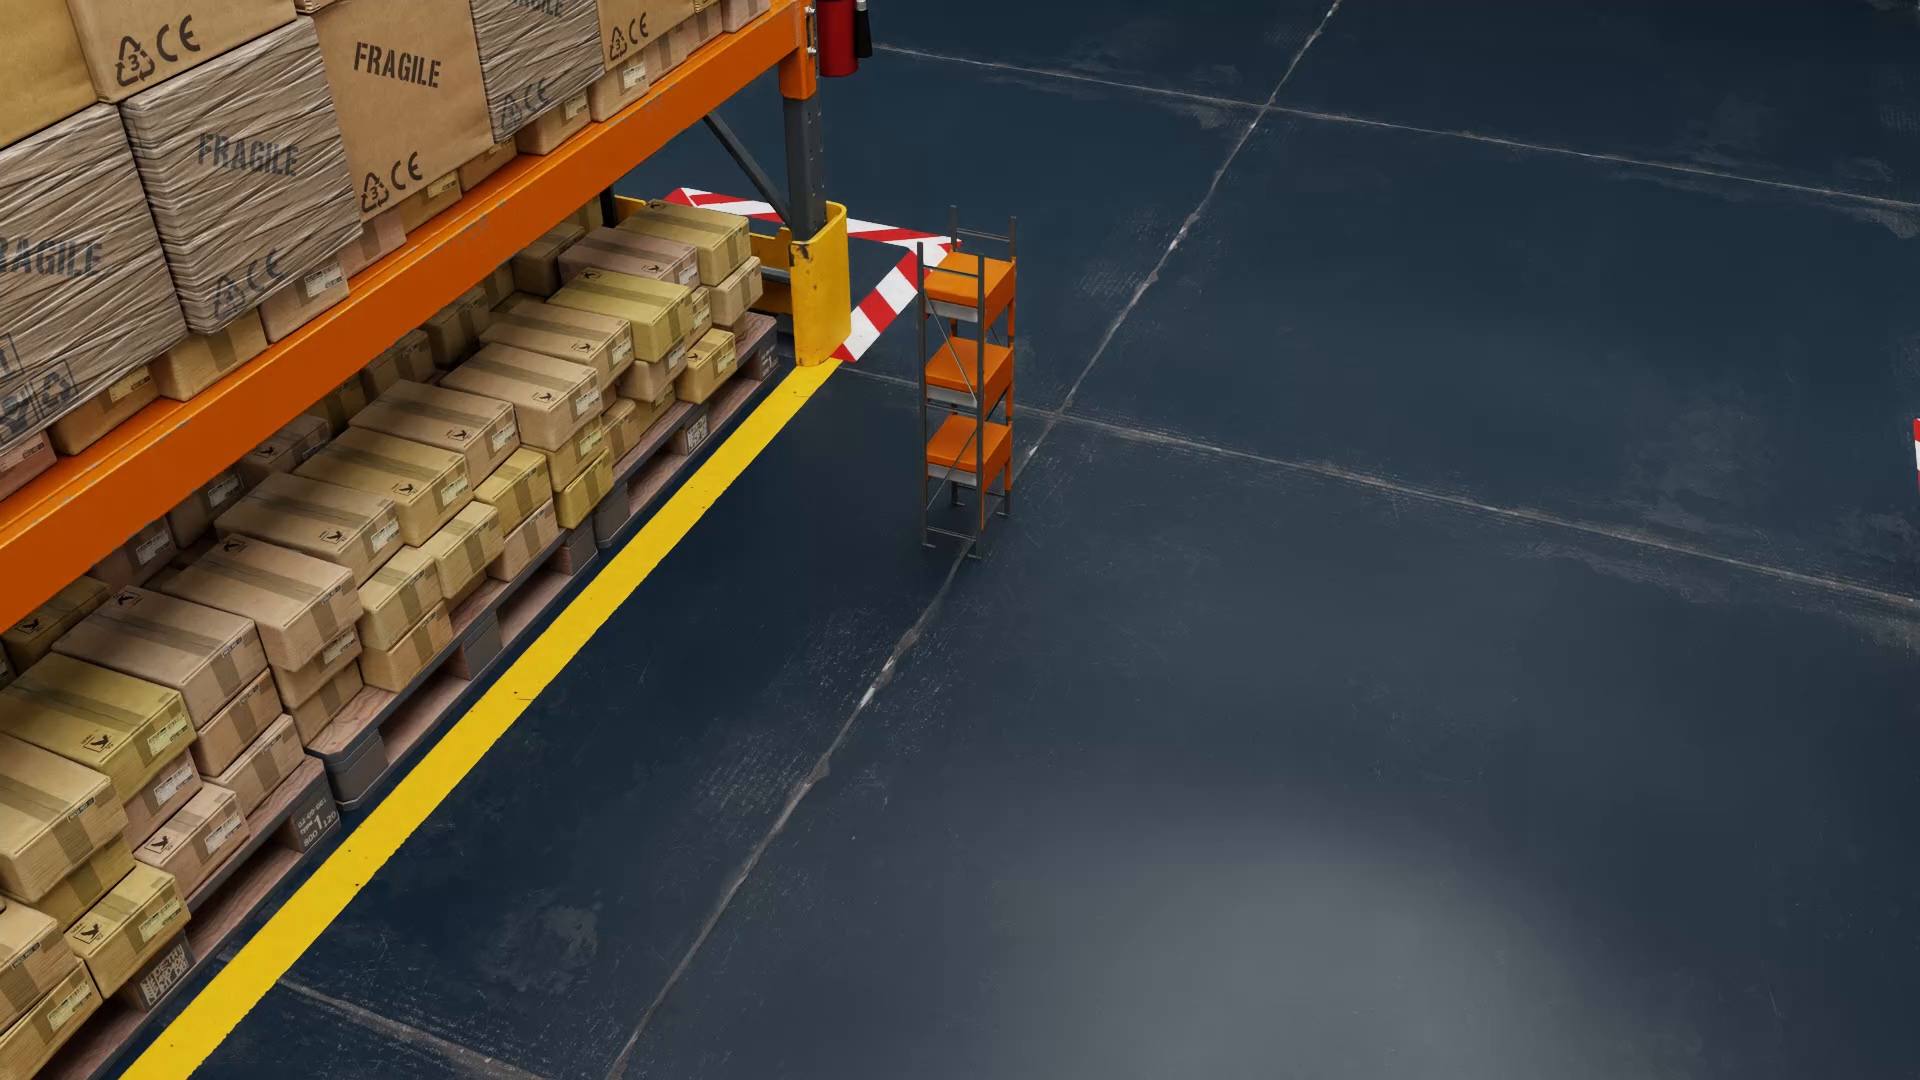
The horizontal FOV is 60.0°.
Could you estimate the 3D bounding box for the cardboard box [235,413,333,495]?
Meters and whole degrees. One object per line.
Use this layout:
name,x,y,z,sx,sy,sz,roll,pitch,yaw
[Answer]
cardboard box,-1.972,-0.252,4.616,0.380,0.149,0.250,14,39,18

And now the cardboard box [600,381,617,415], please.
cardboard box,-1.299,-0.469,5.155,0.380,0.149,0.250,13,39,17

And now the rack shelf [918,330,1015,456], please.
rack shelf,0.020,-0.442,4.982,0.215,0.259,0.240,14,39,18

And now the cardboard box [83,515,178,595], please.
cardboard box,-2.259,0.012,4.262,0.380,0.149,0.250,12,38,16

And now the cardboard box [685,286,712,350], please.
cardboard box,-1.055,-0.750,5.530,0.380,0.149,0.250,13,39,17

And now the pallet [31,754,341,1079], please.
pallet,-2.268,0.857,3.927,1.003,0.211,1.213,14,39,18

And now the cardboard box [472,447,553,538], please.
cardboard box,-1.401,-0.167,4.750,0.380,0.149,0.250,16,40,20

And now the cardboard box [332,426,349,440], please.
cardboard box,-1.849,-0.269,4.886,0.380,0.149,0.250,16,40,20

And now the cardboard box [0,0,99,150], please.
cardboard box,-1.910,-0.924,2.814,0.500,0.500,0.500,13,39,16

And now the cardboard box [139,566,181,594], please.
cardboard box,-2.222,0.161,4.312,0.380,0.149,0.250,15,39,19

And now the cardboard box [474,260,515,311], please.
cardboard box,-1.690,-0.856,5.424,0.380,0.149,0.250,14,39,18

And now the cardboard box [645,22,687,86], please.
cardboard box,-1.042,-1.478,4.931,0.380,0.149,0.250,13,39,17

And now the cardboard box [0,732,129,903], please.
cardboard box,-2.008,0.573,3.512,0.380,0.149,0.250,16,40,20

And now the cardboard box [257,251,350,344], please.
cardboard box,-1.624,-0.602,3.760,0.380,0.149,0.250,16,39,20

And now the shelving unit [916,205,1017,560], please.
shelving unit,0.020,-0.450,4.975,0.215,1.050,0.252,14,39,18

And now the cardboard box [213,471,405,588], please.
cardboard box,-1.680,-0.020,4.305,0.380,0.149,0.250,12,38,16

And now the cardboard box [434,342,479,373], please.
cardboard box,-1.771,-0.597,5.325,0.380,0.149,0.250,15,39,19

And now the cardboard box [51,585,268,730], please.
cardboard box,-1.879,0.272,3.914,0.380,0.149,0.250,13,39,17

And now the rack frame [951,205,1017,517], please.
rack frame,0.067,-0.518,5.066,0.200,1.050,0.008,14,39,18

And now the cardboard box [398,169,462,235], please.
cardboard box,-1.488,-0.905,4.166,0.380,0.149,0.250,15,39,19

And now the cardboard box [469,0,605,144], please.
cardboard box,-1.286,-1.380,4.258,0.500,0.500,0.500,14,39,18

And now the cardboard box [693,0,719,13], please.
cardboard box,-0.901,-1.946,5.017,0.500,0.500,0.500,15,39,19

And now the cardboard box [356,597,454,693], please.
cardboard box,-1.599,0.238,4.457,0.380,0.149,0.250,13,39,17

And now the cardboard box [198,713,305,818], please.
cardboard box,-1.857,0.517,4.084,0.380,0.149,0.250,13,39,17

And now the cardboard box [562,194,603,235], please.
cardboard box,-1.482,-1.147,5.812,0.380,0.149,0.250,12,38,16

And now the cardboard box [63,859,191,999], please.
cardboard box,-1.953,0.818,3.681,0.380,0.149,0.250,15,39,19

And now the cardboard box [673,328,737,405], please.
cardboard box,-0.980,-0.617,5.600,0.380,0.149,0.250,15,39,19

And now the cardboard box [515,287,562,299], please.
cardboard box,-1.562,-0.870,5.690,0.380,0.149,0.250,14,39,18

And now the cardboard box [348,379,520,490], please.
cardboard box,-1.476,-0.299,4.678,0.380,0.149,0.250,13,39,16

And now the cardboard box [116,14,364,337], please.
cardboard box,-1.662,-0.802,3.486,0.500,0.500,0.500,13,39,17

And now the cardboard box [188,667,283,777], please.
cardboard box,-1.878,0.394,3.999,0.380,0.149,0.250,12,38,15

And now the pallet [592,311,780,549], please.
pallet,-1.339,-0.494,5.734,1.003,0.211,1.213,14,39,18

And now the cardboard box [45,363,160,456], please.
cardboard box,-1.889,-0.330,3.396,0.380,0.149,0.250,12,38,16

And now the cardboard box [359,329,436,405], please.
cardboard box,-1.822,-0.549,5.012,0.380,0.149,0.250,15,39,20

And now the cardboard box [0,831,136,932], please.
cardboard box,-2.043,0.686,3.608,0.380,0.149,0.250,14,39,18

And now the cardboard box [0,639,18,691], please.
cardboard box,-2.447,0.309,3.864,0.380,0.149,0.250,13,39,17

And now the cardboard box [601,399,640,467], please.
cardboard box,-1.242,-0.350,5.244,0.380,0.149,0.250,14,39,18

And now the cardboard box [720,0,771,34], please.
cardboard box,-0.831,-1.749,5.294,0.380,0.149,0.250,14,39,18

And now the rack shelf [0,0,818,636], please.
rack shelf,-1.729,-0.699,4.281,1.077,0.370,4.000,14,39,18

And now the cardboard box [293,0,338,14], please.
cardboard box,-1.493,-1.480,3.558,0.500,0.500,0.500,13,39,16

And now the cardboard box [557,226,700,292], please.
cardboard box,-1.084,-0.882,5.459,0.380,0.149,0.250,15,39,19

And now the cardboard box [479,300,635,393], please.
cardboard box,-1.222,-0.581,5.056,0.380,0.149,0.250,12,39,16

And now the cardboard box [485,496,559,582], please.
cardboard box,-1.404,-0.048,4.839,0.380,0.149,0.250,15,39,19

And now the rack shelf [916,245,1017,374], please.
rack shelf,0.020,-0.669,4.812,0.215,0.259,0.240,14,39,18

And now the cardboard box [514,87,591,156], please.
cardboard box,-1.245,-1.192,4.549,0.380,0.149,0.250,12,38,16

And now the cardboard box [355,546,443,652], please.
cardboard box,-1.597,0.122,4.363,0.380,0.149,0.250,14,39,17
